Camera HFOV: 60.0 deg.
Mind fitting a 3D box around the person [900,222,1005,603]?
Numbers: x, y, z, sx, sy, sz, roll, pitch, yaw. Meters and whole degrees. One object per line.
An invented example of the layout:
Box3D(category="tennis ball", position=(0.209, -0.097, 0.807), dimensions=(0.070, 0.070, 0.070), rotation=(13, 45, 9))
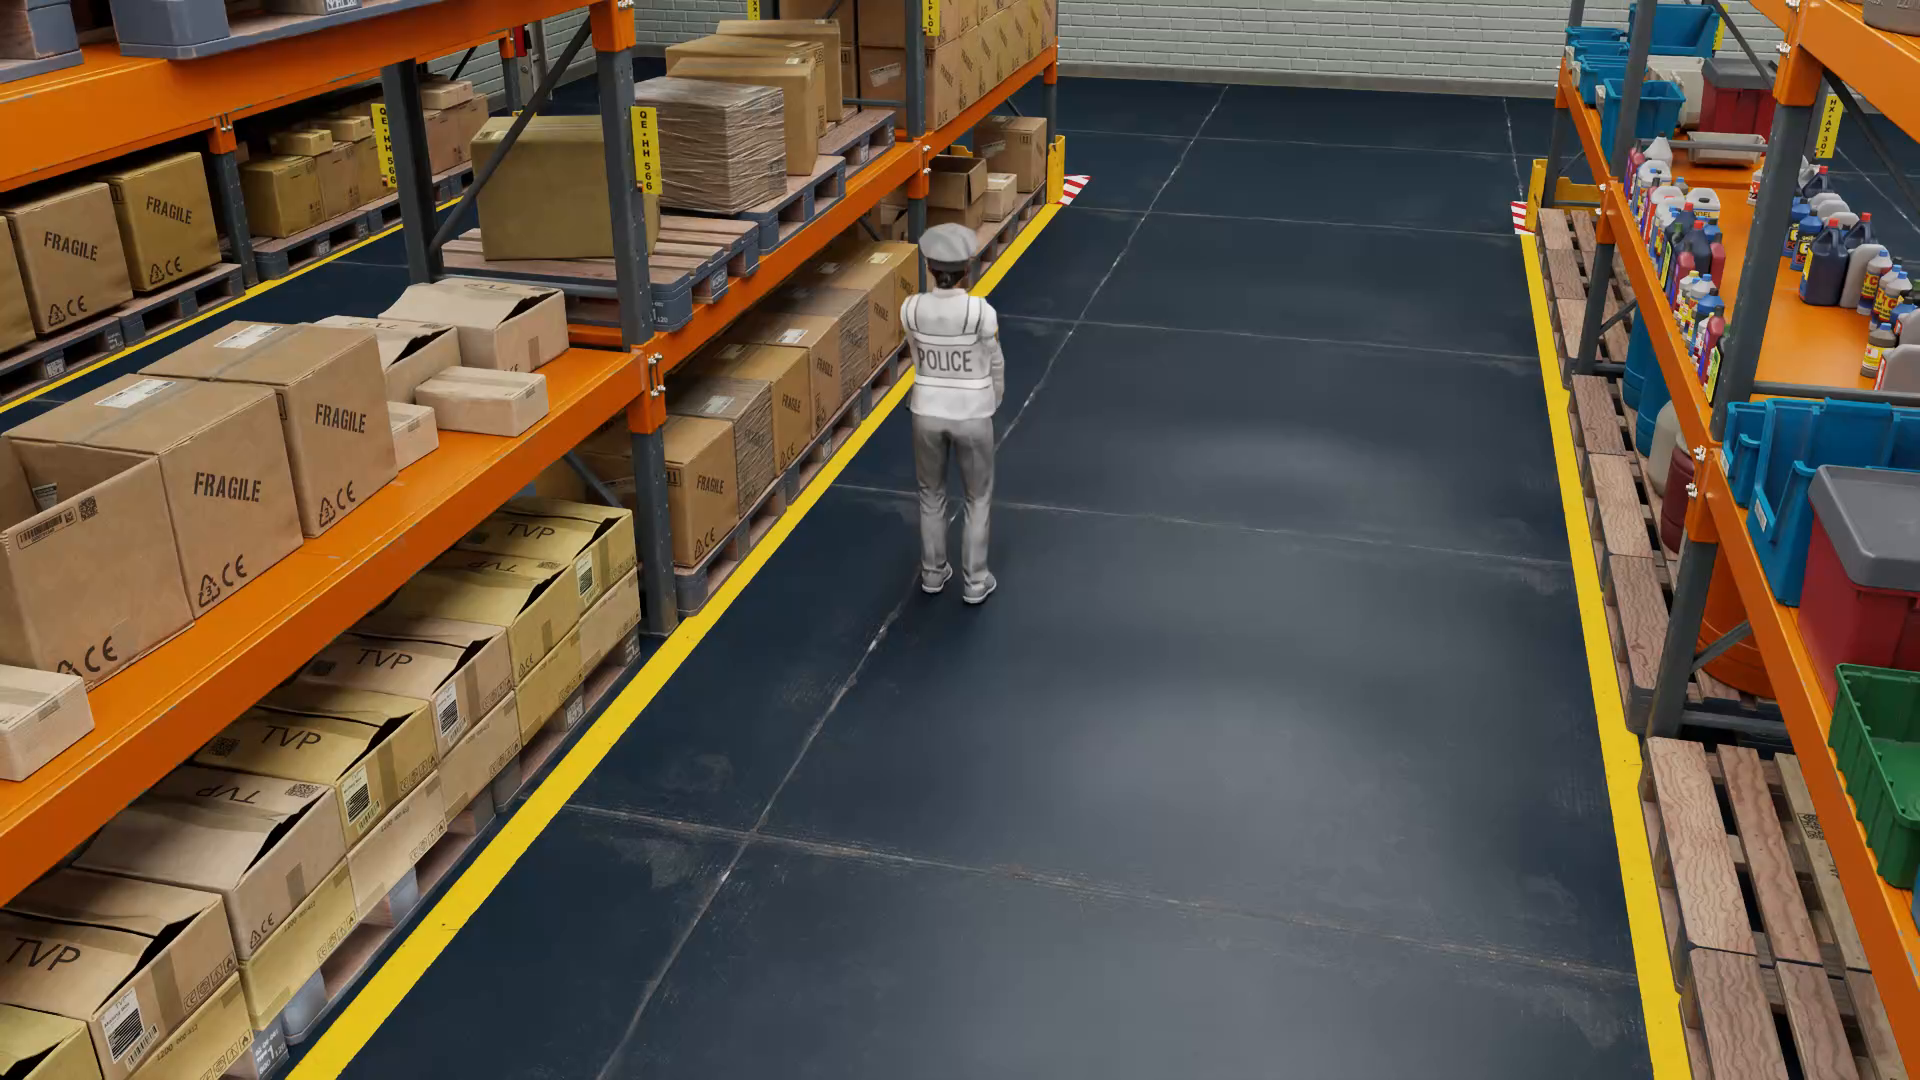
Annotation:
Box3D(category="person", position=(-0.023, -0.559, 7.263), dimensions=(0.416, 1.688, 0.525), rotation=(6, 26, 12))
